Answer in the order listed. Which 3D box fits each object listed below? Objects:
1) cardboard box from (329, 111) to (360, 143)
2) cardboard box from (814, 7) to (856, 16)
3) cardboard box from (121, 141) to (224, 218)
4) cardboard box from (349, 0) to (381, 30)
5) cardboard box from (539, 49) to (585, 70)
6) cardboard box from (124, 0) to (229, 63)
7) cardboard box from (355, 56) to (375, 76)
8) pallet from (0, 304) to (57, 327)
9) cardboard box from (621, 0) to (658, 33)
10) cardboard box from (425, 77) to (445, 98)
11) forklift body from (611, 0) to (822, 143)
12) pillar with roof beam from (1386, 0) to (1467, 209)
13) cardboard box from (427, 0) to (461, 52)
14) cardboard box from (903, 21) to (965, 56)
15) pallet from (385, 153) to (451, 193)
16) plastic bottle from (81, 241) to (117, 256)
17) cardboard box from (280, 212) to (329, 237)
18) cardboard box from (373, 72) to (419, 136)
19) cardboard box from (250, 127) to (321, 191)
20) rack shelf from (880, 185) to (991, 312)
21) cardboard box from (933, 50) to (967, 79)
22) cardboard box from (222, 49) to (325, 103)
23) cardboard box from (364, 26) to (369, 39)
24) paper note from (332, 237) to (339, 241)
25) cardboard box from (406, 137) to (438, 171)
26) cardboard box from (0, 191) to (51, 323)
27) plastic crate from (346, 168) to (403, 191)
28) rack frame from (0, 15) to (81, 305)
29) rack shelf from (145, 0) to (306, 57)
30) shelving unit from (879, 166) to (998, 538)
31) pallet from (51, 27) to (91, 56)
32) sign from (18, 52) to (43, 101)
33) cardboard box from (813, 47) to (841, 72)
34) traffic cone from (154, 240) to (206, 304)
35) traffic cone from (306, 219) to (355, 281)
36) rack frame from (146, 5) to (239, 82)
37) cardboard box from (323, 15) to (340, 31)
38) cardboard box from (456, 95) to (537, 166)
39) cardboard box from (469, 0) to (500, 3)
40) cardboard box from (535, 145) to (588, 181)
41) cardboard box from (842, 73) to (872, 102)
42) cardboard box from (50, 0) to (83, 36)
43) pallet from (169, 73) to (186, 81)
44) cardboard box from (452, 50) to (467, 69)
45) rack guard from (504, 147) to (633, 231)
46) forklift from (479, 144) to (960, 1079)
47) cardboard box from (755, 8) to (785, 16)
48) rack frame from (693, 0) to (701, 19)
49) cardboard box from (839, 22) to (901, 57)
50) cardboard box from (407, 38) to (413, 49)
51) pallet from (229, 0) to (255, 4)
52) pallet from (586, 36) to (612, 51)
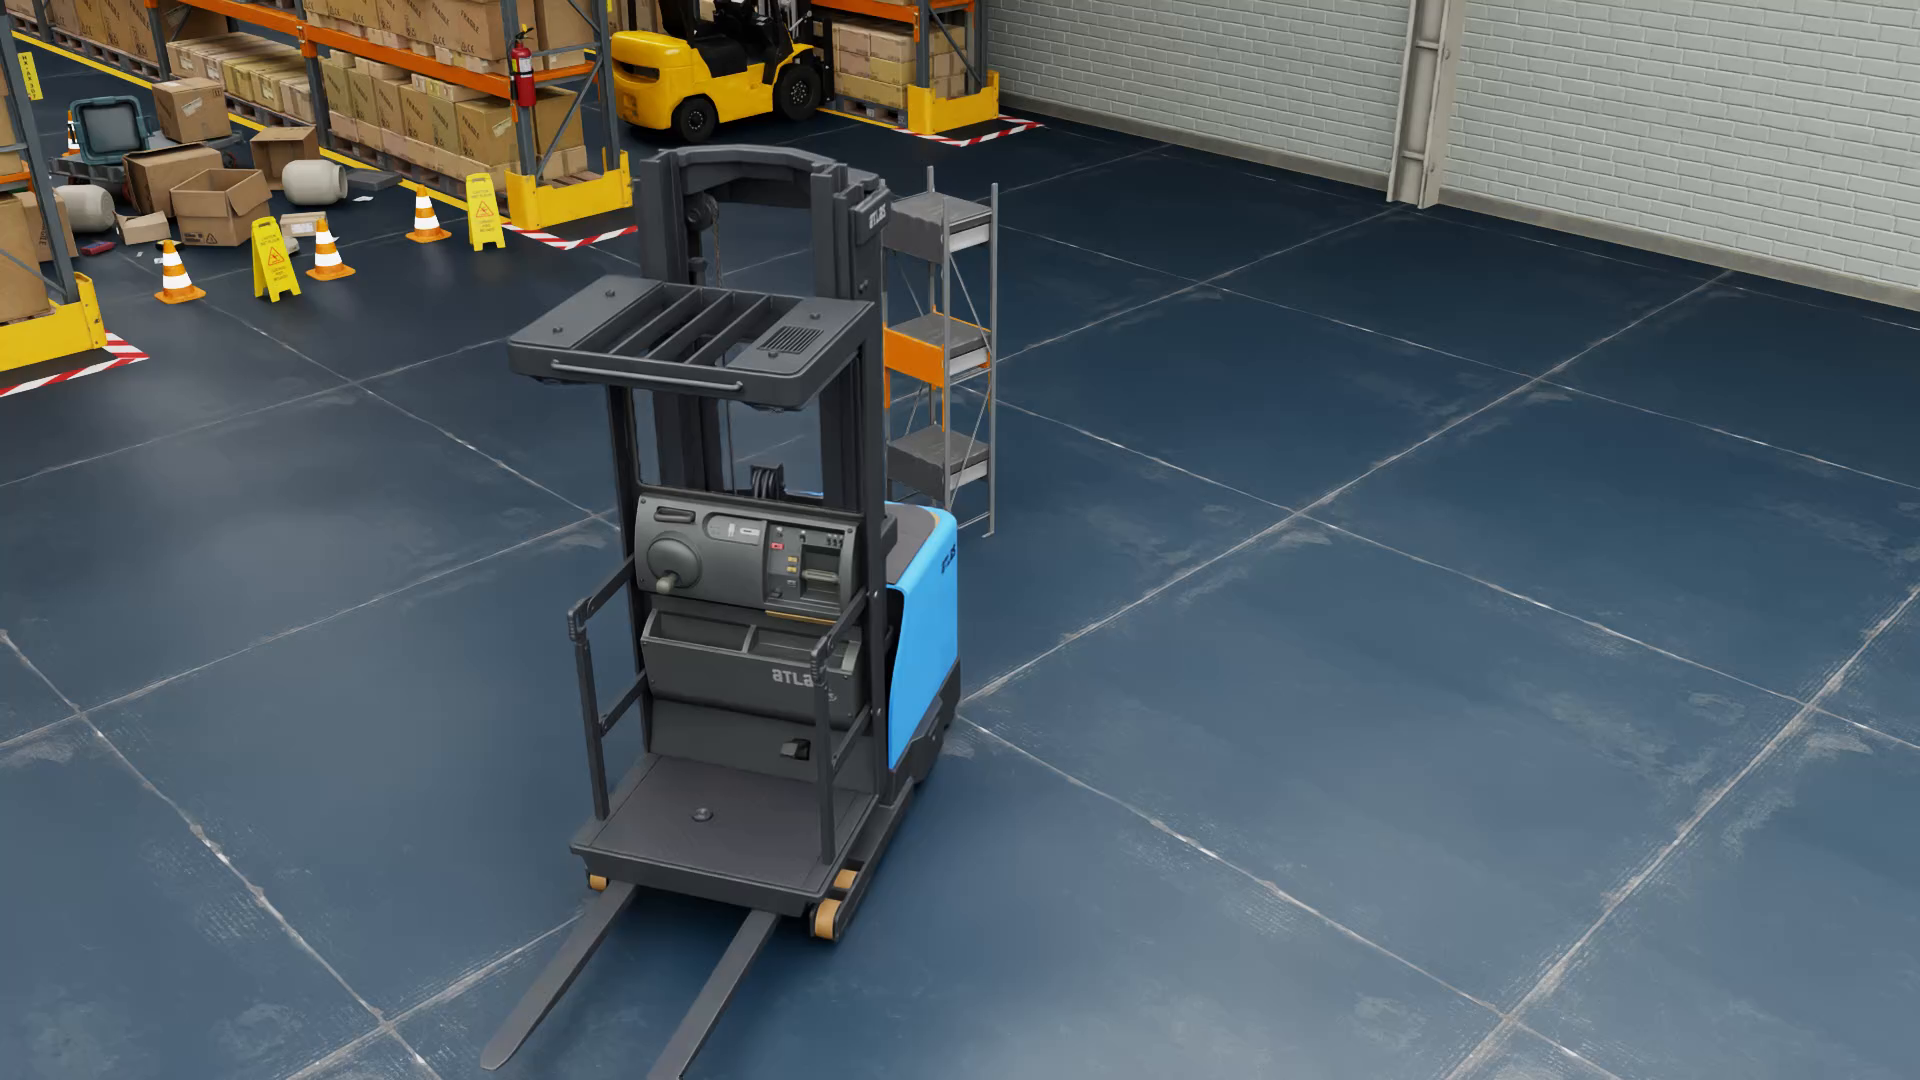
[{"bbox_3d":[-6.184,-4.340,17.284,0.500,0.250,0.500,23,35,36],"label":"cardboard box"},{"bbox_3d":[-1.364,-6.126,19.605,0.500,0.250,0.500,24,36,37],"label":"cardboard box"},{"bbox_3d":[-7.263,-3.338,15.412,0.503,0.637,0.797,25,36,38],"label":"cardboard box"},{"bbox_3d":[-5.574,-5.269,16.120,0.500,0.500,0.500,24,36,38],"label":"cardboard box"},{"bbox_3d":[-3.660,-4.416,15.196,0.250,0.149,0.380,25,37,39],"label":"cardboard box"},{"bbox_3d":[-9.702,-6.457,20.638,0.875,0.875,0.875,24,36,38],"label":"cardboard box"},{"bbox_3d":[-5.769,-4.731,16.525,0.380,0.149,0.250,-24,36,-37],"label":"cardboard box"},{"bbox_3d":[-7.586,-1.673,12.705,1.213,0.211,1.003,25,36,38],"label":"pallet"},{"bbox_3d":[-3.866,-6.859,21.671,0.625,0.625,0.875,24,36,38],"label":"cardboard box"},{"bbox_3d":[-4.803,-4.291,15.689,0.380,0.149,0.250,-25,36,-38],"label":"cardboard box"},{"bbox_3d":[-2.717,-5.634,18.154,1.214,2.155,2.313,25,36,38],"label":"forklift body"},{"bbox_3d":[1.310,-5.792,11.095,0.400,9.000,9.100,25,36,38],"label":"pillar with roof beam"},{"bbox_3d":[-4.497,-4.774,15.180,0.500,0.500,0.500,25,36,38],"label":"cardboard box"},{"bbox_3d":[-0.296,-5.627,18.658,0.500,0.250,0.500,24,36,38],"label":"cardboard box"},{"bbox_3d":[-5.037,-3.813,16.775,1.213,0.211,1.003,25,36,38],"label":"pallet"},{"bbox_3d":[-7.532,-2.562,14.556,0.133,0.061,0.283,12,30,22],"label":"plastic bottle"},{"bbox_3d":[-5.913,-2.843,14.997,0.380,0.149,0.250,-7,29,-14],"label":"cardboard box"},{"bbox_3d":[-5.425,-4.331,16.462,0.500,0.500,0.500,-23,35,-37],"label":"cardboard box"},{"bbox_3d":[-6.605,-3.747,16.335,0.500,0.500,0.500,-3,28,-5],"label":"cardboard box"},{"bbox_3d":[-0.118,-1.591,9.045,0.480,0.518,0.431,25,36,38],"label":"rack shelf"},{"bbox_3d":[-0.275,-5.409,18.780,0.500,0.250,0.500,-25,36,-38],"label":"cardboard box"},{"bbox_3d":[-7.803,-5.306,18.990,0.950,0.372,0.625,-24,36,-38],"label":"cardboard box"},{"bbox_3d":[-5.624,-5.022,16.348,0.250,0.149,0.380,24,36,38],"label":"cardboard box"},{"bbox_3d":[-5.632,-2.682,14.817,0.142,0.019,0.148,12,30,22],"label":"paper note"},{"bbox_3d":[-5.069,-3.832,16.318,0.500,0.250,0.500,23,35,37],"label":"cardboard box"},{"bbox_3d":[-7.491,-2.117,12.385,0.875,0.875,0.875,25,37,39],"label":"cardboard box"},{"bbox_3d":[-5.870,-3.576,16.466,0.583,0.080,0.402,12,30,22],"label":"plastic crate"},{"bbox_3d":[-6.961,-2.672,11.609,0.127,3.000,1.000,25,36,38],"label":"rack frame"},{"bbox_3d":[-7.841,-5.987,18.687,4.000,0.370,1.077,25,36,38],"label":"rack shelf"},{"bbox_3d":[-0.118,-0.983,9.364,0.503,2.100,0.431,25,36,38],"label":"shelving unit"},{"bbox_3d":[-11.517,-6.802,22.460,1.213,0.211,1.003,25,36,38],"label":"pallet"},{"bbox_3d":[-6.568,-3.273,11.736,0.005,0.325,0.100,25,36,38],"label":"sign"},{"bbox_3d":[-1.385,-5.570,19.087,0.500,0.250,0.500,24,36,37],"label":"cardboard box"},{"bbox_3d":[-6.344,-2.194,13.425,0.334,0.463,0.336,25,36,38],"label":"traffic cone"},{"bbox_3d":[-5.310,-2.458,13.927,0.334,0.463,0.336,25,36,38],"label":"traffic cone"},{"bbox_3d":[-9.267,-6.958,19.760,0.127,3.000,1.000,25,36,38],"label":"rack frame"},{"bbox_3d":[-6.199,-5.267,16.815,0.380,0.149,0.250,-24,36,-38],"label":"cardboard box"},{"bbox_3d":[-4.317,-3.824,15.496,0.500,0.500,0.500,25,37,39],"label":"cardboard box"},{"bbox_3d":[-4.080,-5.061,14.650,0.500,0.500,0.700,24,36,37],"label":"cardboard box"},{"bbox_3d":[-3.944,-3.672,16.013,0.500,0.250,0.500,24,36,38],"label":"cardboard box"},{"bbox_3d":[-0.990,-5.179,18.880,0.500,0.250,0.500,25,36,38],"label":"cardboard box"},{"bbox_3d":[-11.621,-7.333,22.305,0.875,0.875,0.875,-24,36,-38],"label":"cardboard box"},{"bbox_3d":[-8.711,-5.469,19.923,1.213,0.211,1.003,25,36,38],"label":"pallet"},{"bbox_3d":[-4.406,-4.424,15.211,0.250,0.149,0.380,24,36,38],"label":"cardboard box"},{"bbox_3d":[-3.617,-3.266,15.425,0.348,0.500,1.175,25,36,38],"label":"rack guard"},{"bbox_3d":[-0.915,0.104,6.403,1.130,2.935,3.031,8,29,15],"label":"forklift"},{"bbox_3d":[-2.092,-6.122,19.599,0.500,0.250,0.500,-24,36,-38],"label":"cardboard box"},{"bbox_3d":[-2.938,-7.302,20.413,0.127,3.000,1.000,25,36,38],"label":"rack frame"},{"bbox_3d":[-1.001,-5.619,18.642,0.500,0.250,0.500,-25,36,-38],"label":"cardboard box"},{"bbox_3d":[-5.056,-4.793,15.912,0.250,0.149,0.380,25,36,38],"label":"cardboard box"},{"bbox_3d":[-7.827,-6.241,18.602,1.213,0.211,1.003,25,36,38],"label":"pallet"},{"bbox_3d":[-4.365,-6.693,22.252,1.213,0.211,1.003,25,36,38],"label":"pallet"}]
